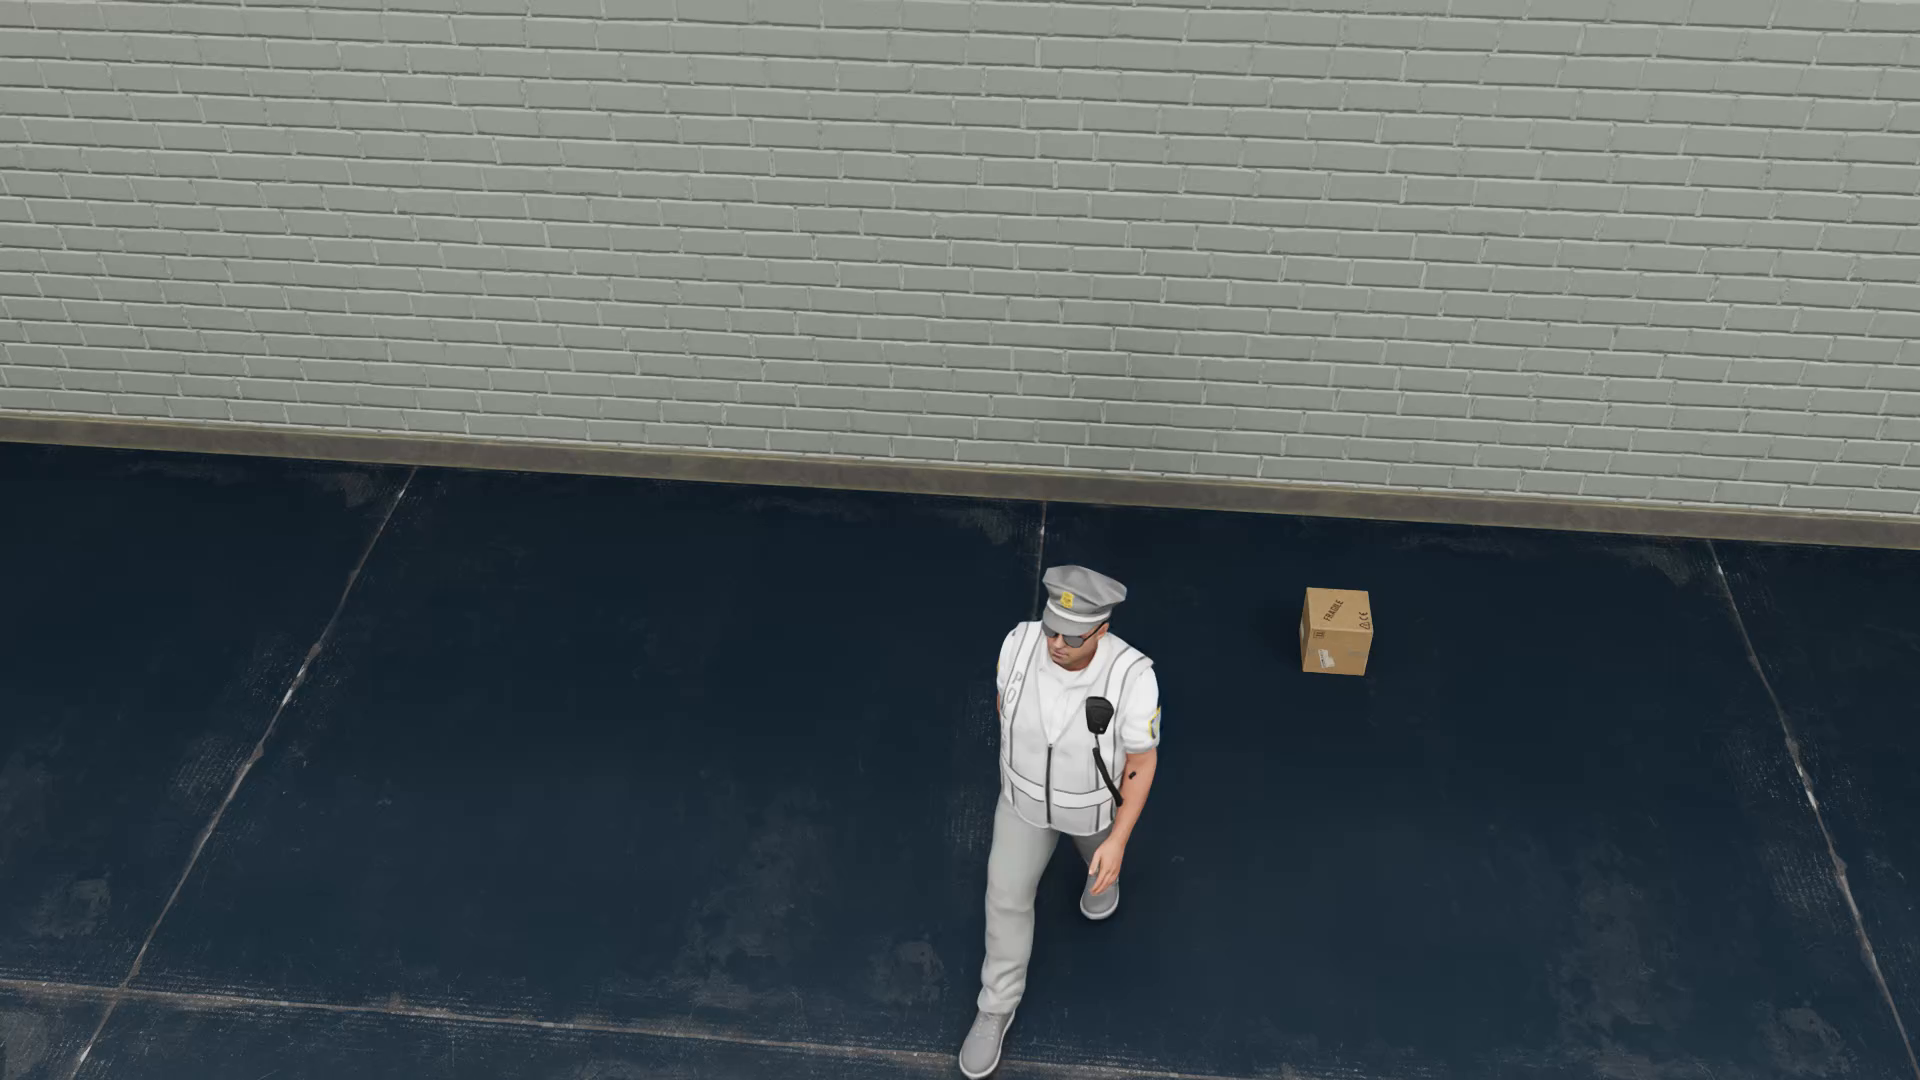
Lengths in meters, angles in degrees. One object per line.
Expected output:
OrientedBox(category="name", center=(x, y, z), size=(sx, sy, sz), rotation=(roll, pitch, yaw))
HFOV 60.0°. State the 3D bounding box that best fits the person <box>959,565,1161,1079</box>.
OrientedBox(category="person", center=(0.319, 0.800, 5.151), size=(0.547, 1.706, 1.061), rotation=(13, 41, 15))
